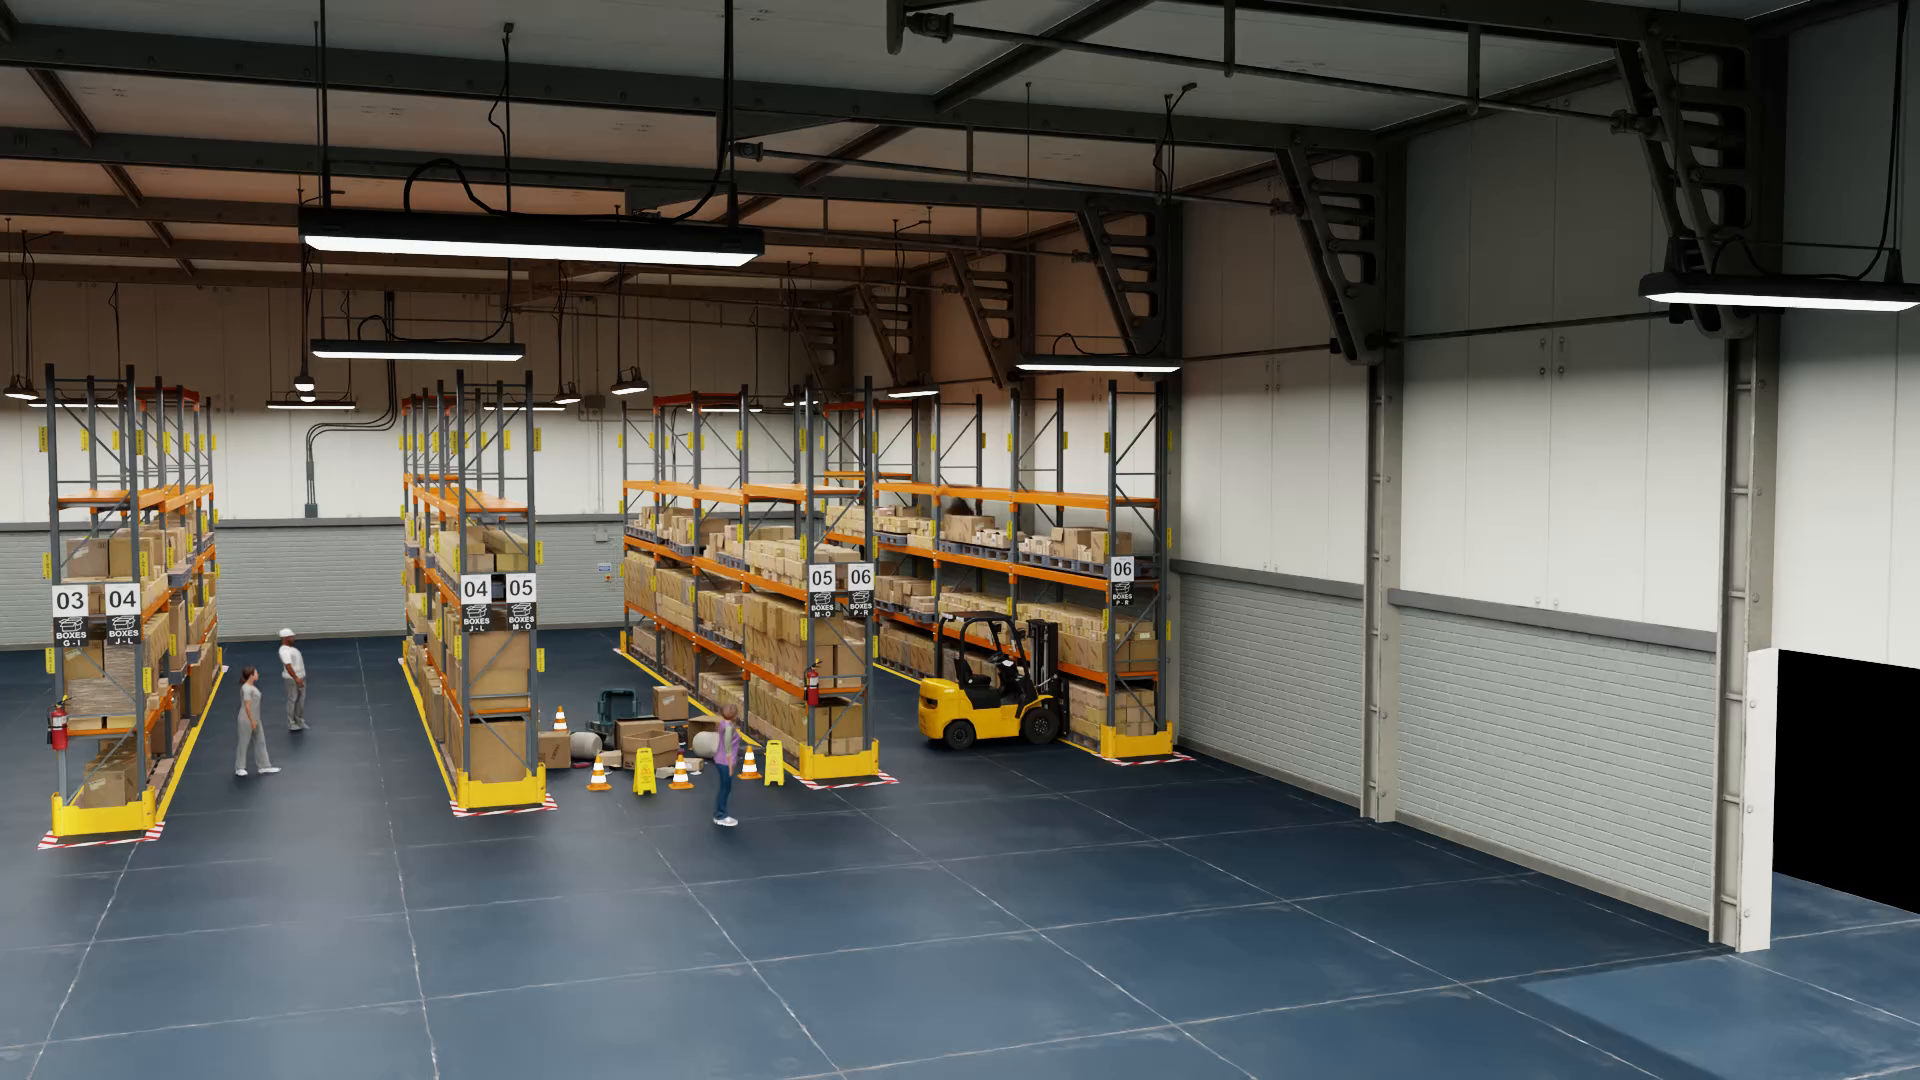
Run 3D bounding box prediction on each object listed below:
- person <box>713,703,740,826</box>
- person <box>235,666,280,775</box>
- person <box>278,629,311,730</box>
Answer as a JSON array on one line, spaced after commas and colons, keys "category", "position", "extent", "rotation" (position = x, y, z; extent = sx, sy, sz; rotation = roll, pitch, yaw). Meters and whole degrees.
[{"category": "person", "position": [-3.054, 2.949, 21.744], "extent": [0.347, 1.565, 0.443], "rotation": [-1, 3, -16]}, {"category": "person", "position": [-10.639, 2.711, 25.001], "extent": [0.597, 1.662, 0.492], "rotation": [0, 3, 4]}, {"category": "person", "position": [-11.600, 2.444, 29.041], "extent": [0.609, 1.802, 0.668], "rotation": [1, 3, 12]}]
